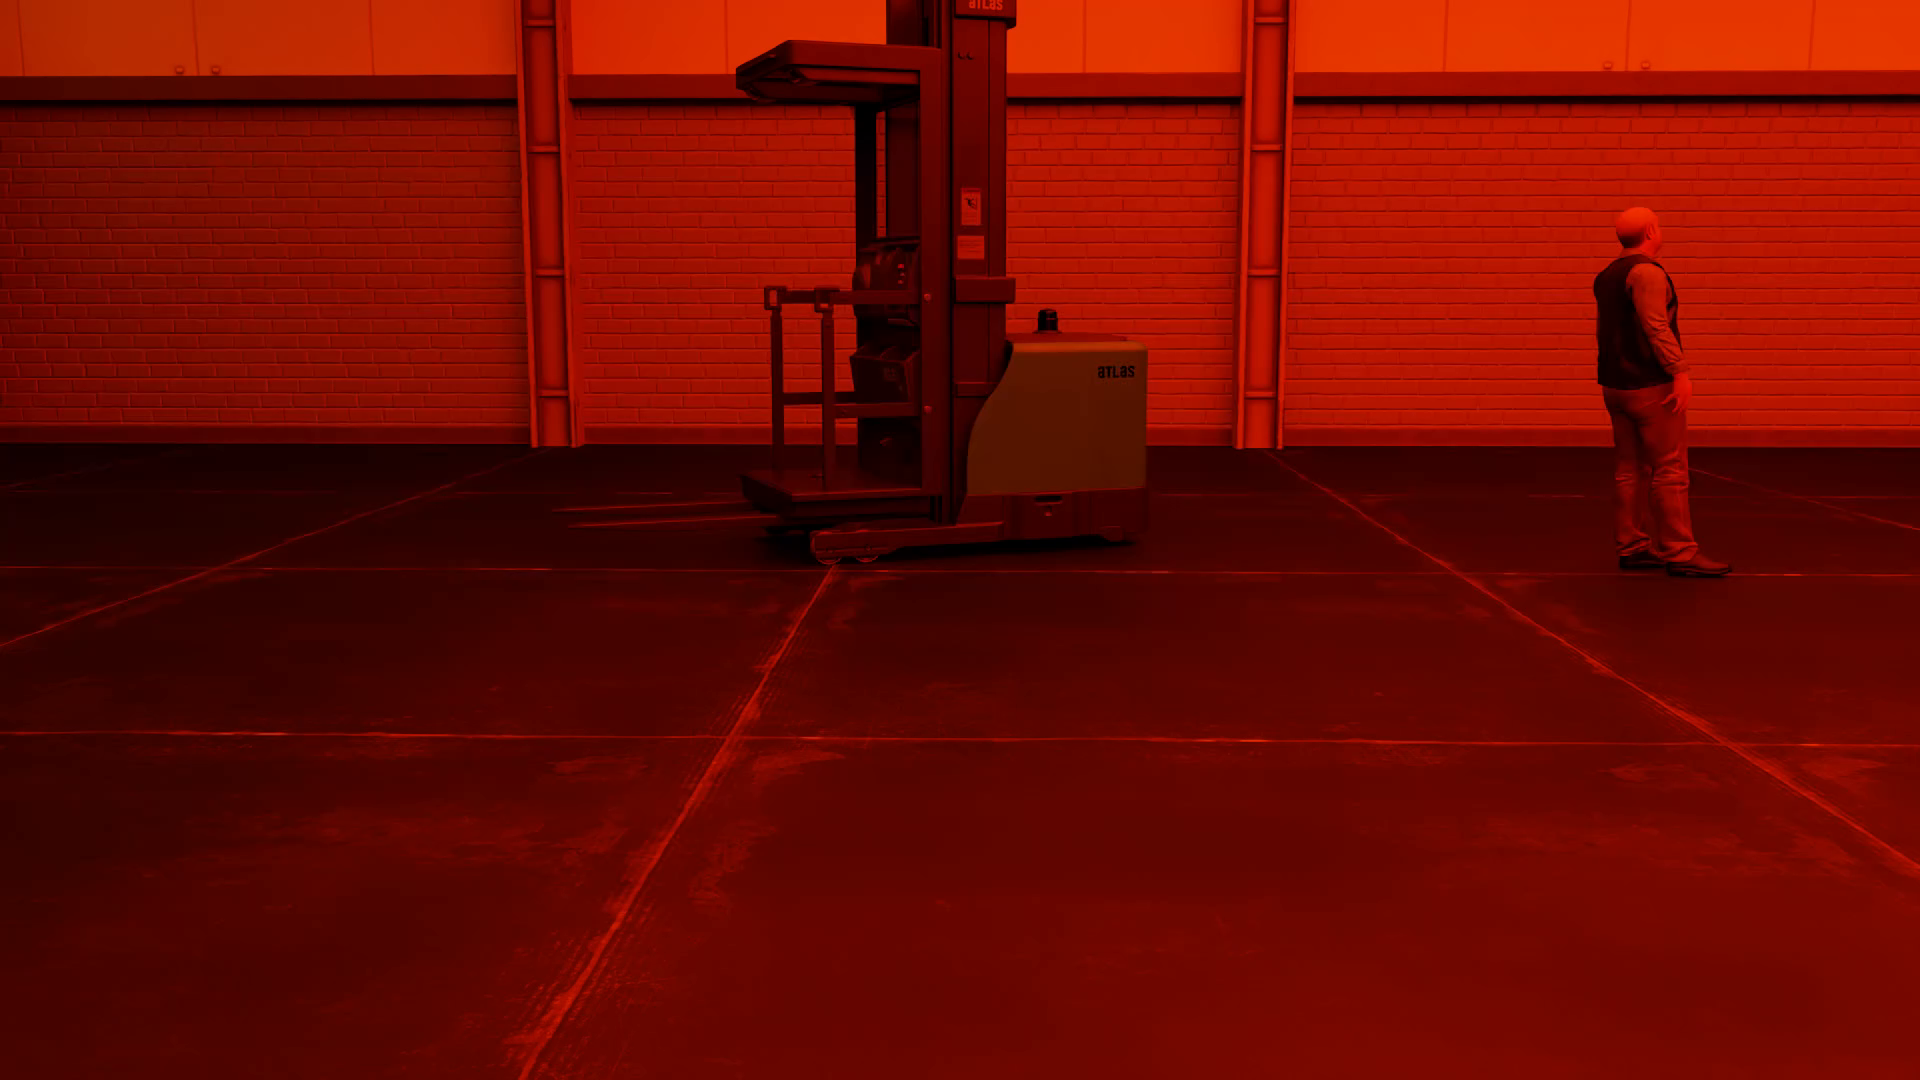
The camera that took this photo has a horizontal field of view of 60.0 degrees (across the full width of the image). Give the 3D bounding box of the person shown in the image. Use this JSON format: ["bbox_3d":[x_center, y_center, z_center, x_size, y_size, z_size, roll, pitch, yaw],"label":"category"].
[{"bbox_3d":[3.340,-0.720,7.969,0.566,1.722,0.633,-1,9,-6],"label":"person"}]

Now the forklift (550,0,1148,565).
[{"bbox_3d":[-0.569,-1.416,8.568,3.031,2.935,1.130,-3,9,-20],"label":"forklift"}]
